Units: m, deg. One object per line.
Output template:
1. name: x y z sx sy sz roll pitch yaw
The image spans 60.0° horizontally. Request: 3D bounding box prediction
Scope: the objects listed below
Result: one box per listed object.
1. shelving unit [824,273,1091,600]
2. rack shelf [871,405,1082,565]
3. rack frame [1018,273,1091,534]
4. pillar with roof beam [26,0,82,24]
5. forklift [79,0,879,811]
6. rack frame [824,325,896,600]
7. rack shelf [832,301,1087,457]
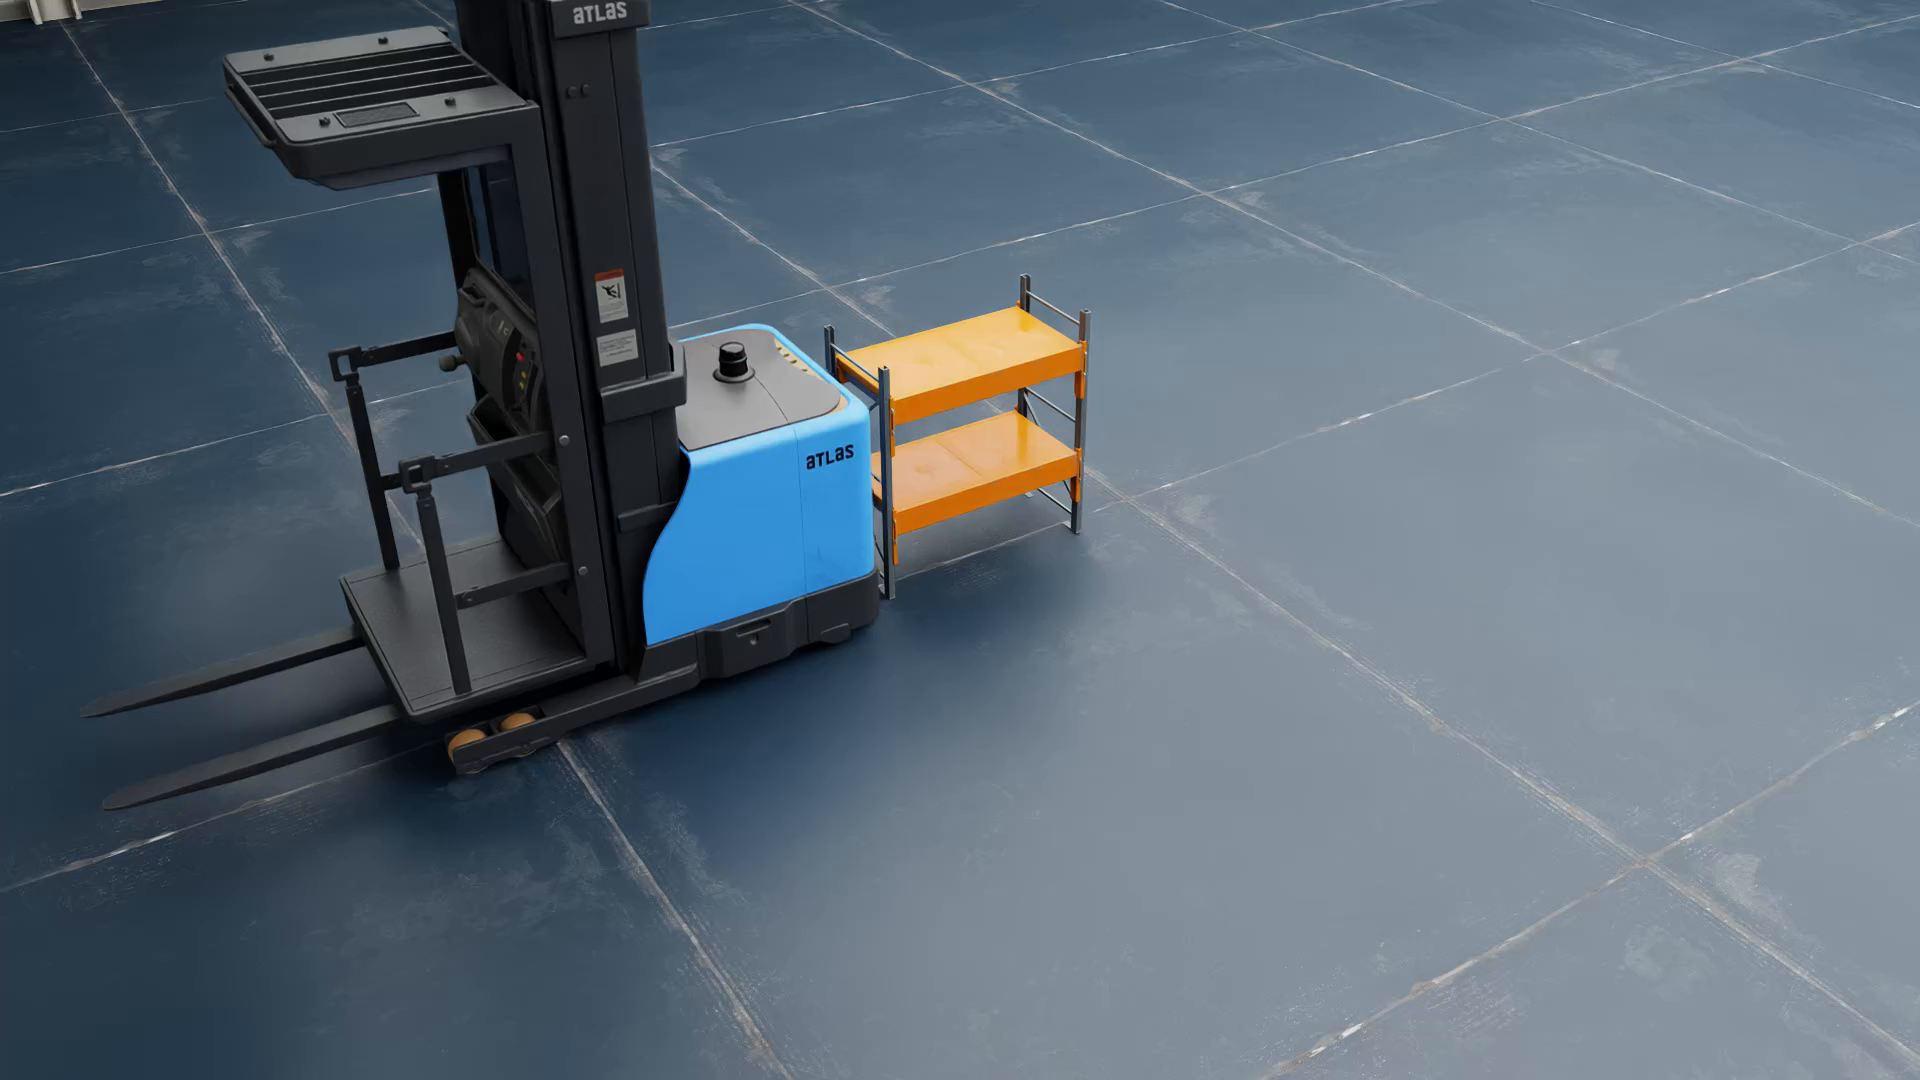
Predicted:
1. shelving unit: -0.006 -0.474 7.447 1.048 1.125 0.538 -19 37 -27
2. rack shelf: -0.006 -0.267 7.577 1.000 0.278 0.538 -19 37 -27
3. rack frame: 0.422 -0.621 7.680 0.032 1.125 0.500 -19 37 -27
4. pillar with roof beam: -6.056 -6.726 9.978 0.400 9.000 9.100 -19 37 -27
5. forklift: -1.874 -0.672 6.068 3.031 2.935 1.130 -18 36 -26
6. rack frame: -0.433 -0.327 7.214 0.032 1.125 0.500 -19 37 -27
7. rack shelf: -0.006 -0.721 7.291 1.000 0.278 0.538 -19 37 -27
